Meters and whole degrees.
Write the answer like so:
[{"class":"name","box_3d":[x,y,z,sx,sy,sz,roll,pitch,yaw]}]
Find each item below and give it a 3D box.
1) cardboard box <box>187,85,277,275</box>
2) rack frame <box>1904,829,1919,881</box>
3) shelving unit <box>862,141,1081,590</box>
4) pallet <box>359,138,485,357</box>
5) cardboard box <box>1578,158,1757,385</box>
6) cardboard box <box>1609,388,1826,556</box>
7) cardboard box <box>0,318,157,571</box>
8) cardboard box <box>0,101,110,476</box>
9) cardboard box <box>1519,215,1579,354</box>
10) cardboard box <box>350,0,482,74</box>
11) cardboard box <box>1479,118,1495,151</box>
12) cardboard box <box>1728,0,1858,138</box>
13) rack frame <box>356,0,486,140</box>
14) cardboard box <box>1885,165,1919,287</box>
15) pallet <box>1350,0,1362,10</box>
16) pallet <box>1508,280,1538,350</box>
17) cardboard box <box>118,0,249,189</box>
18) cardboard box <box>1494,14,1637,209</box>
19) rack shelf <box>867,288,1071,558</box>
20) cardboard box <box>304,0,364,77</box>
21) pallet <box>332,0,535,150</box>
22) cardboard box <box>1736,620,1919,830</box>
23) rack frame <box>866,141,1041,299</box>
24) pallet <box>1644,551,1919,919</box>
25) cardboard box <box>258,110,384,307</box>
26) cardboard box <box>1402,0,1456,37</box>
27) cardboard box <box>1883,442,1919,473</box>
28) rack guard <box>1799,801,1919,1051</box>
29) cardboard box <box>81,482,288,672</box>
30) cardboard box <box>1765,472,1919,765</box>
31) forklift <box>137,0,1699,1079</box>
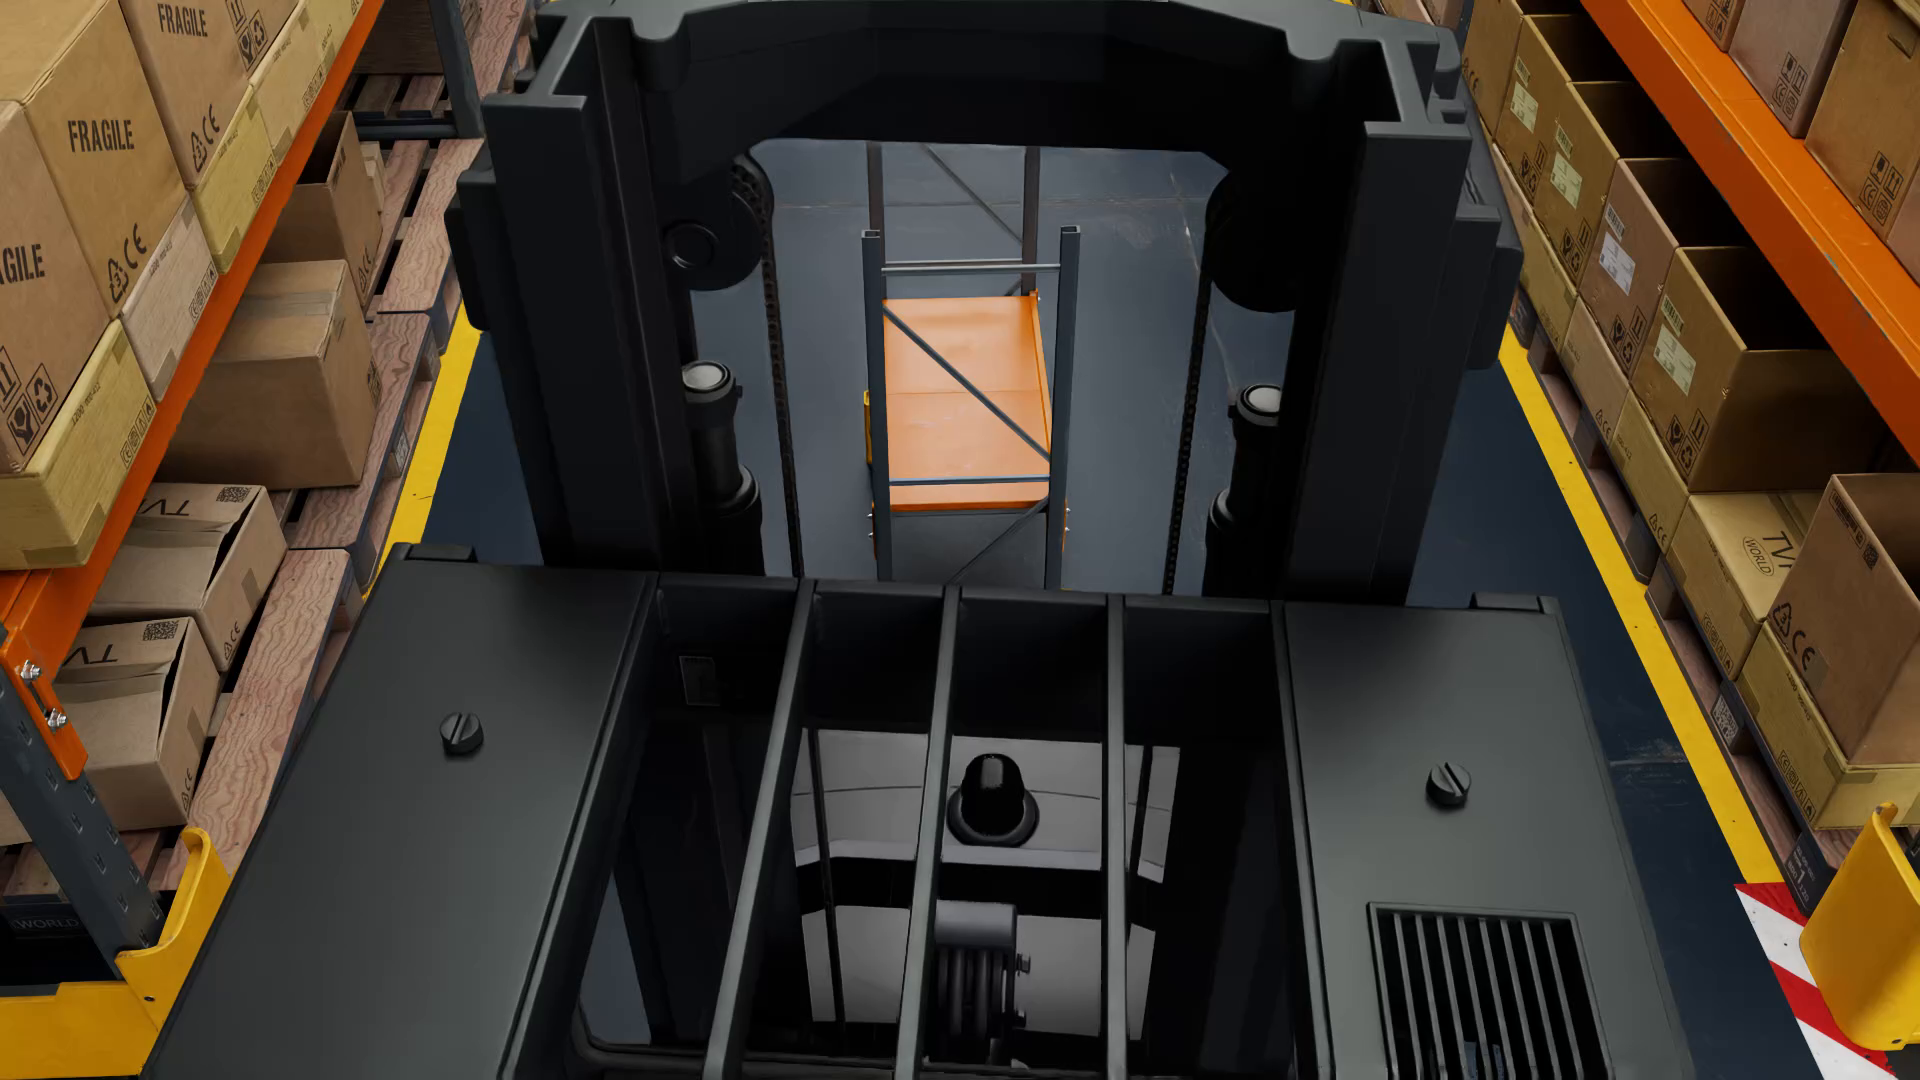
[{"class":"cardboard box","box_3d":[-2.026,-0.886,4.093,0.500,0.250,0.500,-2,43,-2]},{"class":"rack frame","box_3d":[2.679,-0.046,3.080,1.000,3.000,0.127,-2,43,-2]},{"class":"shelving unit","box_3d":[0.003,-0.501,4.687,0.587,1.500,1.083,-2,43,-2]},{"class":"pallet","box_3d":[-2.376,-1.122,6.317,1.003,0.211,1.213,-2,43,-2]},{"class":"cardboard box","box_3d":[2.282,-0.830,5.104,0.500,0.500,0.500,-2,43,-2]},{"class":"cardboard box","box_3d":[2.305,-0.216,4.989,0.500,0.250,0.500,-2,43,-2]},{"class":"cardboard box","box_3d":[-1.974,-0.192,3.336,0.500,0.250,0.500,-3,43,-3]},{"class":"cardboard box","box_3d":[-1.990,-0.461,3.074,0.500,0.500,0.500,-2,43,-2]},{"class":"cardboard box","box_3d":[2.258,-0.891,5.726,0.500,0.250,0.500,-2,43,-2]},{"class":"cardboard box","box_3d":[-2.488,-2.339,7.106,0.700,0.500,0.500,0,43,0]},{"class":"cardboard box","box_3d":[2.226,-1.566,6.463,0.500,0.250,0.500,-2,43,-2]},{"class":"cardboard box","box_3d":[2.603,-1.444,4.531,0.700,0.500,0.500,0,43,-1]},{"class":"rack frame","box_3d":[-2.440,-2.602,5.869,1.000,3.000,0.127,-2,43,-2]},{"class":"cardboard box","box_3d":[2.645,-0.753,3.778,0.700,0.500,0.500,-1,43,-1]},{"class":"pallet","box_3d":[2.384,-3.041,8.411,1.003,0.211,1.213,-2,43,-2]},{"class":"pallet","box_3d":[2.501,-1.181,6.382,1.003,0.211,1.213,-2,43,-2]},{"class":"cardboard box","box_3d":[-2.017,-1.144,3.819,0.500,0.500,0.500,-3,43,-3]},{"class":"cardboard box","box_3d":[2.245,-1.505,5.841,0.500,0.500,0.500,-2,43,-2]},{"class":"rack shelf","box_3d":[0.004,-0.363,4.802,0.538,0.185,1.000,-2,43,-2]},{"class":"cardboard box","box_3d":[-2.067,-1.567,4.836,0.500,0.250,0.500,-2,43,-2]},{"class":"pallet","box_3d":[-2.475,-2.100,7.384,1.003,0.211,1.213,-2,43,-2]},{"class":"cardboard box","box_3d":[2.361,0.459,4.253,0.500,0.250,0.500,-2,43,-2]},{"class":"rack frame","box_3d":[-0.018,-0.838,5.055,0.500,1.500,0.032,-2,43,-2]},{"class":"pallet","box_3d":[2.605,0.467,4.585,1.003,0.211,1.213,-2,43,-2]},{"class":"cardboard box","box_3d":[-2.356,-1.143,5.802,0.500,0.500,0.500,-5,43,-5]},{"class":"cardboard box","box_3d":[2.202,-2.159,7.110,0.500,0.250,0.500,-2,43,-2]},{"class":"cardboard box","box_3d":[2.855,-0.170,4.384,0.500,0.500,0.500,-2,43,-2]},{"class":"rack guard","box_3d":[2.680,0.891,3.907,1.175,0.500,0.348,-2,43,-2]},{"class":"cardboard box","box_3d":[-2.234,0.073,4.615,0.500,0.311,0.500,2,43,2]},{"class":"cardboard box","box_3d":[2.359,0.183,4.000,0.500,0.500,0.500,-2,43,-2]},{"class":"forklift","box_3d":[-0.015,0.989,2.002,1.130,2.935,3.031,3,43,3]}]
